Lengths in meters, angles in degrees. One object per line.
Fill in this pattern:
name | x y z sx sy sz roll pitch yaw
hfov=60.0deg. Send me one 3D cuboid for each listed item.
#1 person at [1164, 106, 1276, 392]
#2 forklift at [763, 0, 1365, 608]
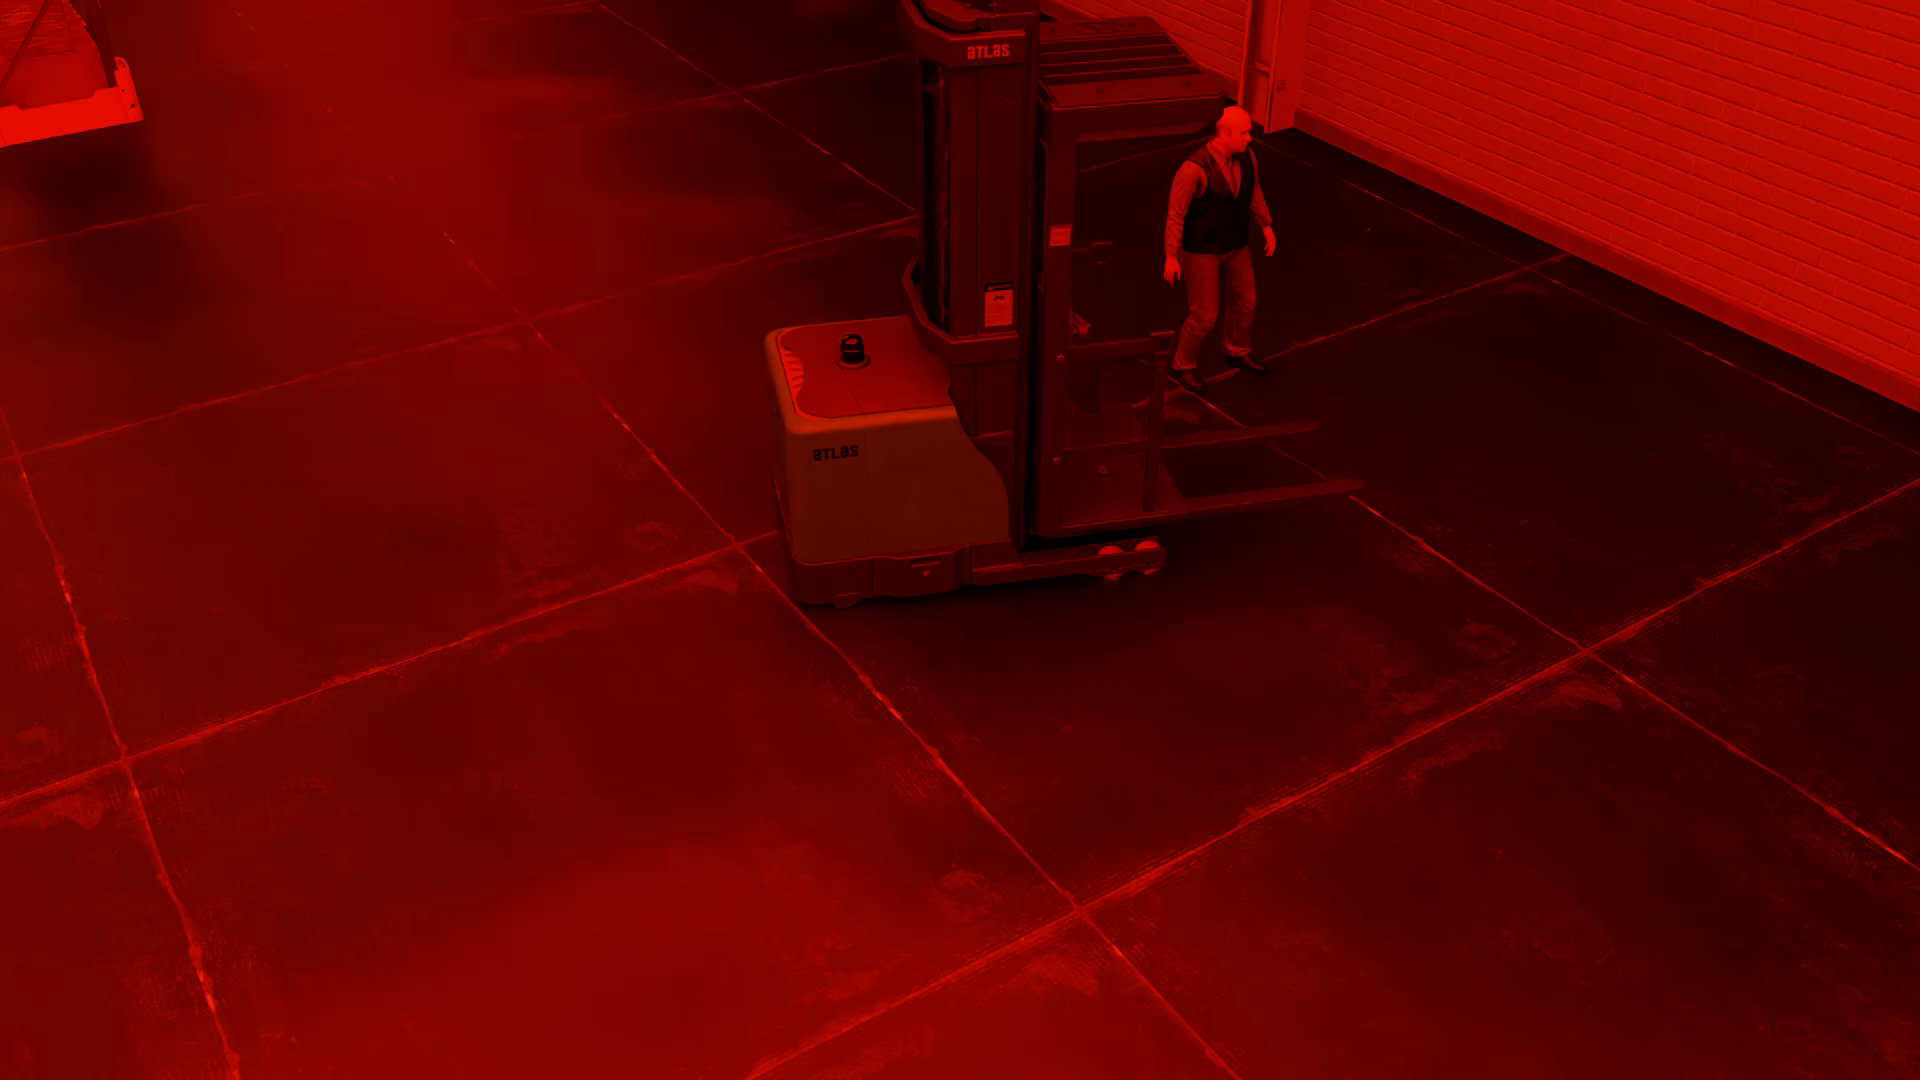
person | 1.498 -1.687 9.619 0.736 1.702 0.418 -22 41 -28
forklift | 0.572 -1.294 7.990 3.031 2.935 1.130 -7 36 -10
